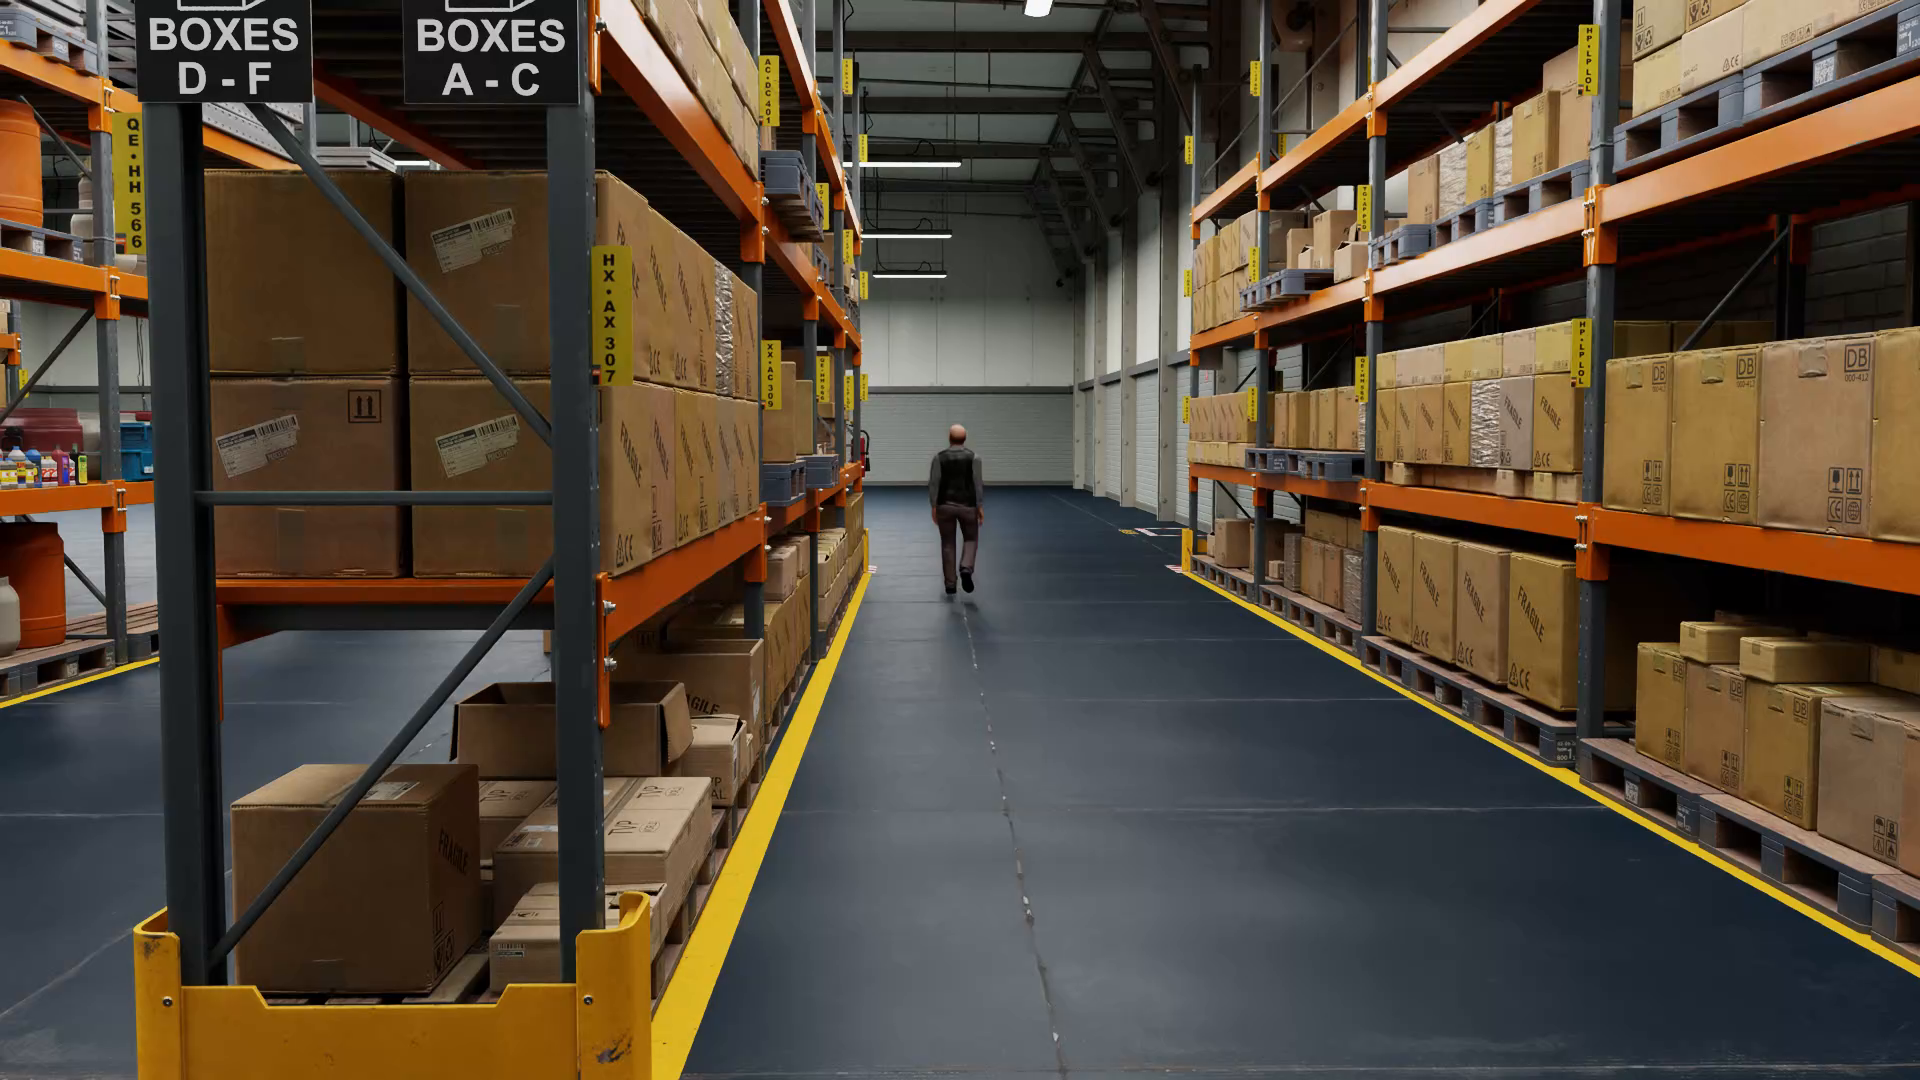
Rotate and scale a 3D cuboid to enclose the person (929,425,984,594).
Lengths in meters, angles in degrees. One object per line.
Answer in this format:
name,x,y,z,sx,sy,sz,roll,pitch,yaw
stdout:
person,-0.036,-0.315,16.915,0.555,1.709,0.470,0,4,0
